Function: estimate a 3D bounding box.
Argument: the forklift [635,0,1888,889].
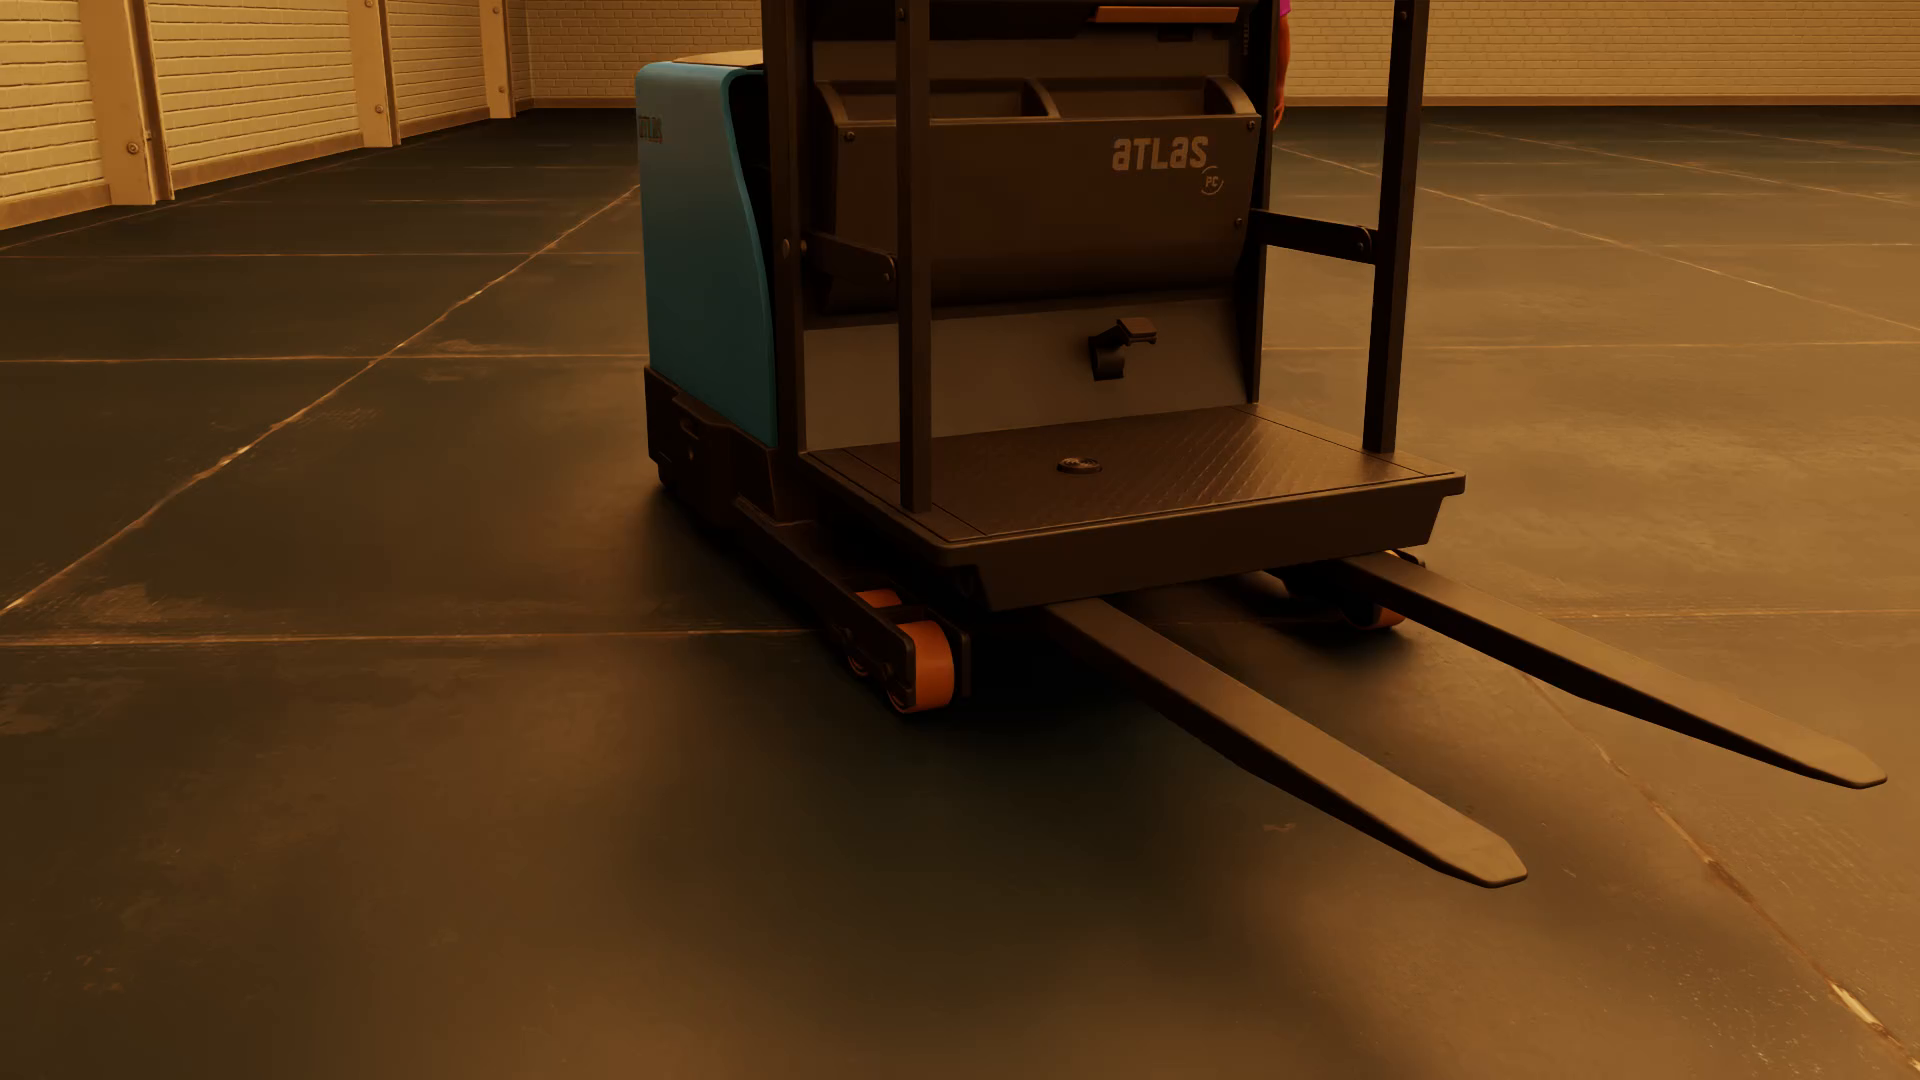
[{"bbox_3d":[0.258,-1.240,2.962,1.130,2.935,3.031,-8,19,-24],"label":"forklift"}]

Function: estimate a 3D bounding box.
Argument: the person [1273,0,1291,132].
[{"bbox_3d":[0.993,-1.804,6.784,0.664,1.770,0.549,-2,17,-6],"label":"person"}]
